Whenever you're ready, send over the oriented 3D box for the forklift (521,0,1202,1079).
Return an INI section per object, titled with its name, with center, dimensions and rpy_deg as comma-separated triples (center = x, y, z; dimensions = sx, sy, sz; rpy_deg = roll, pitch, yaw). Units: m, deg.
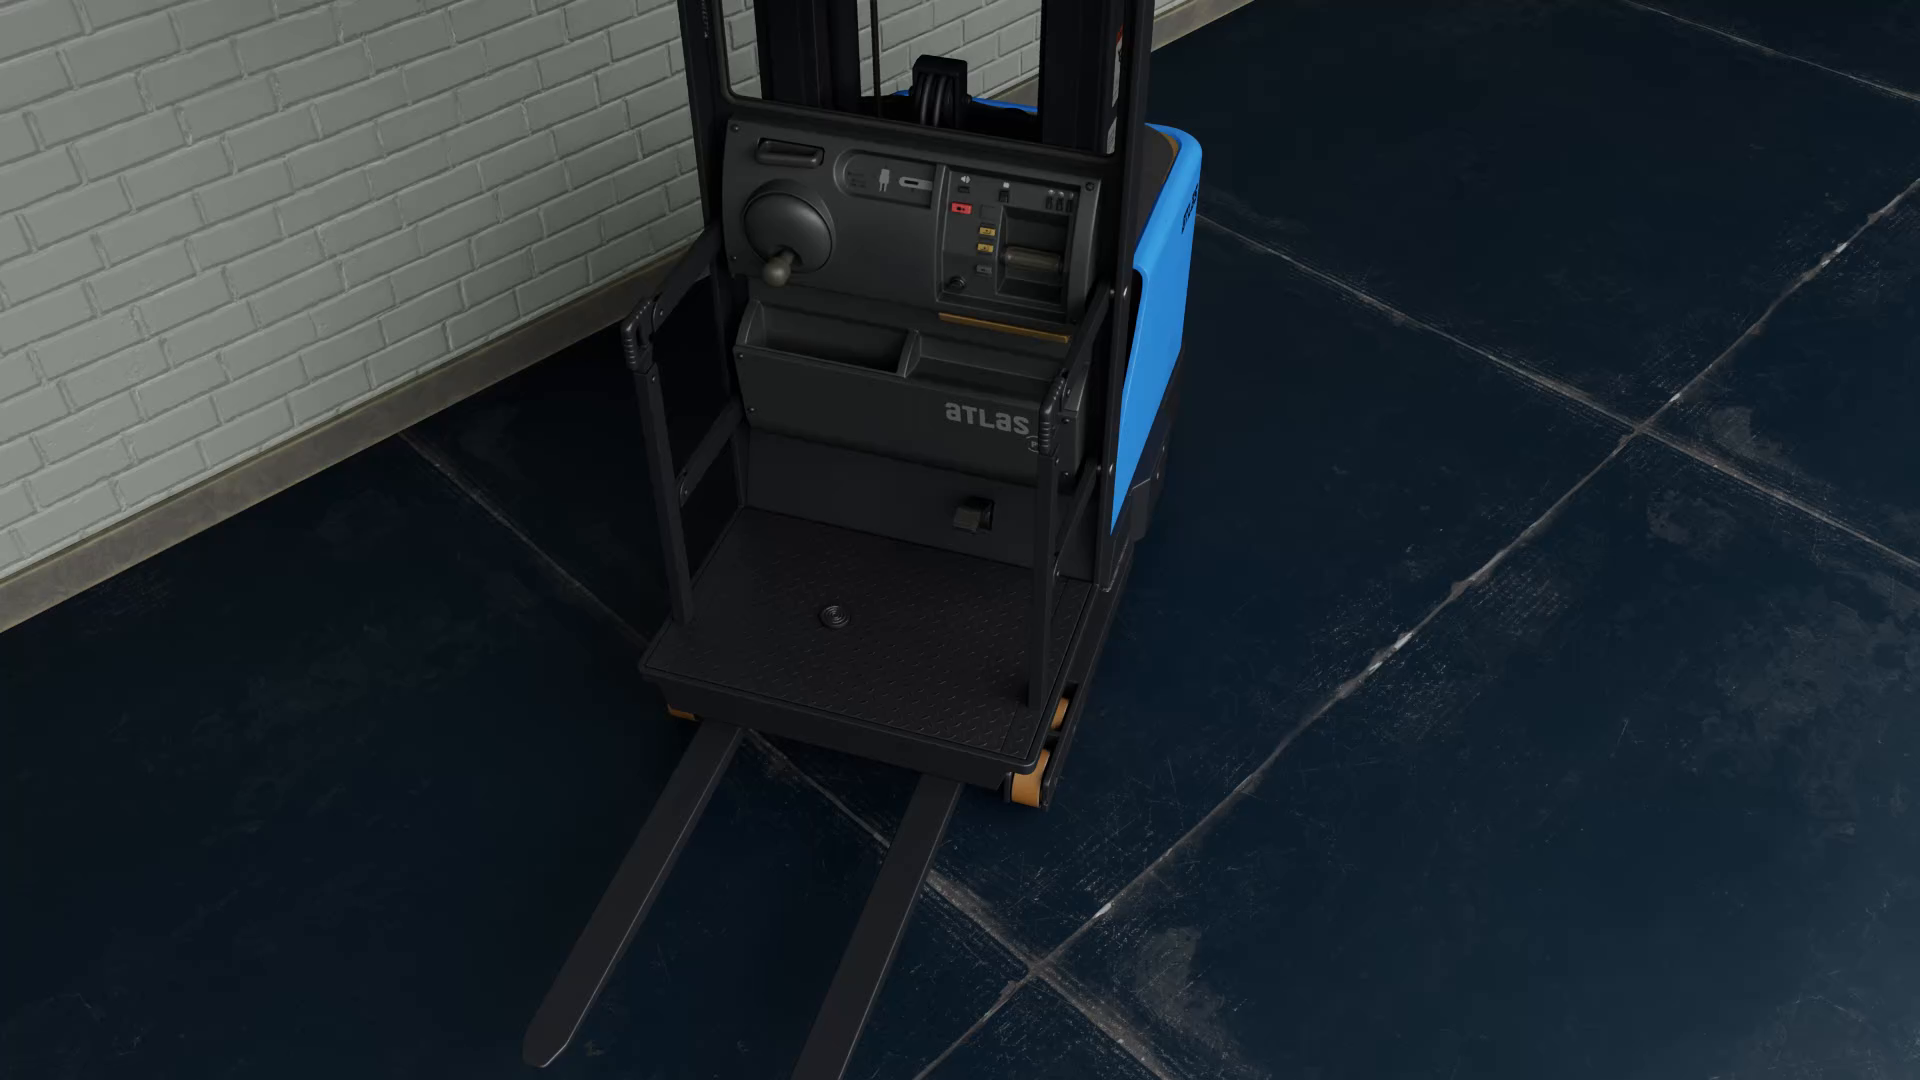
[forklift]
center = -0.192, -0.671, 3.816
dimensions = 1.130, 2.935, 3.031
rpy_deg = 12, 44, 13
